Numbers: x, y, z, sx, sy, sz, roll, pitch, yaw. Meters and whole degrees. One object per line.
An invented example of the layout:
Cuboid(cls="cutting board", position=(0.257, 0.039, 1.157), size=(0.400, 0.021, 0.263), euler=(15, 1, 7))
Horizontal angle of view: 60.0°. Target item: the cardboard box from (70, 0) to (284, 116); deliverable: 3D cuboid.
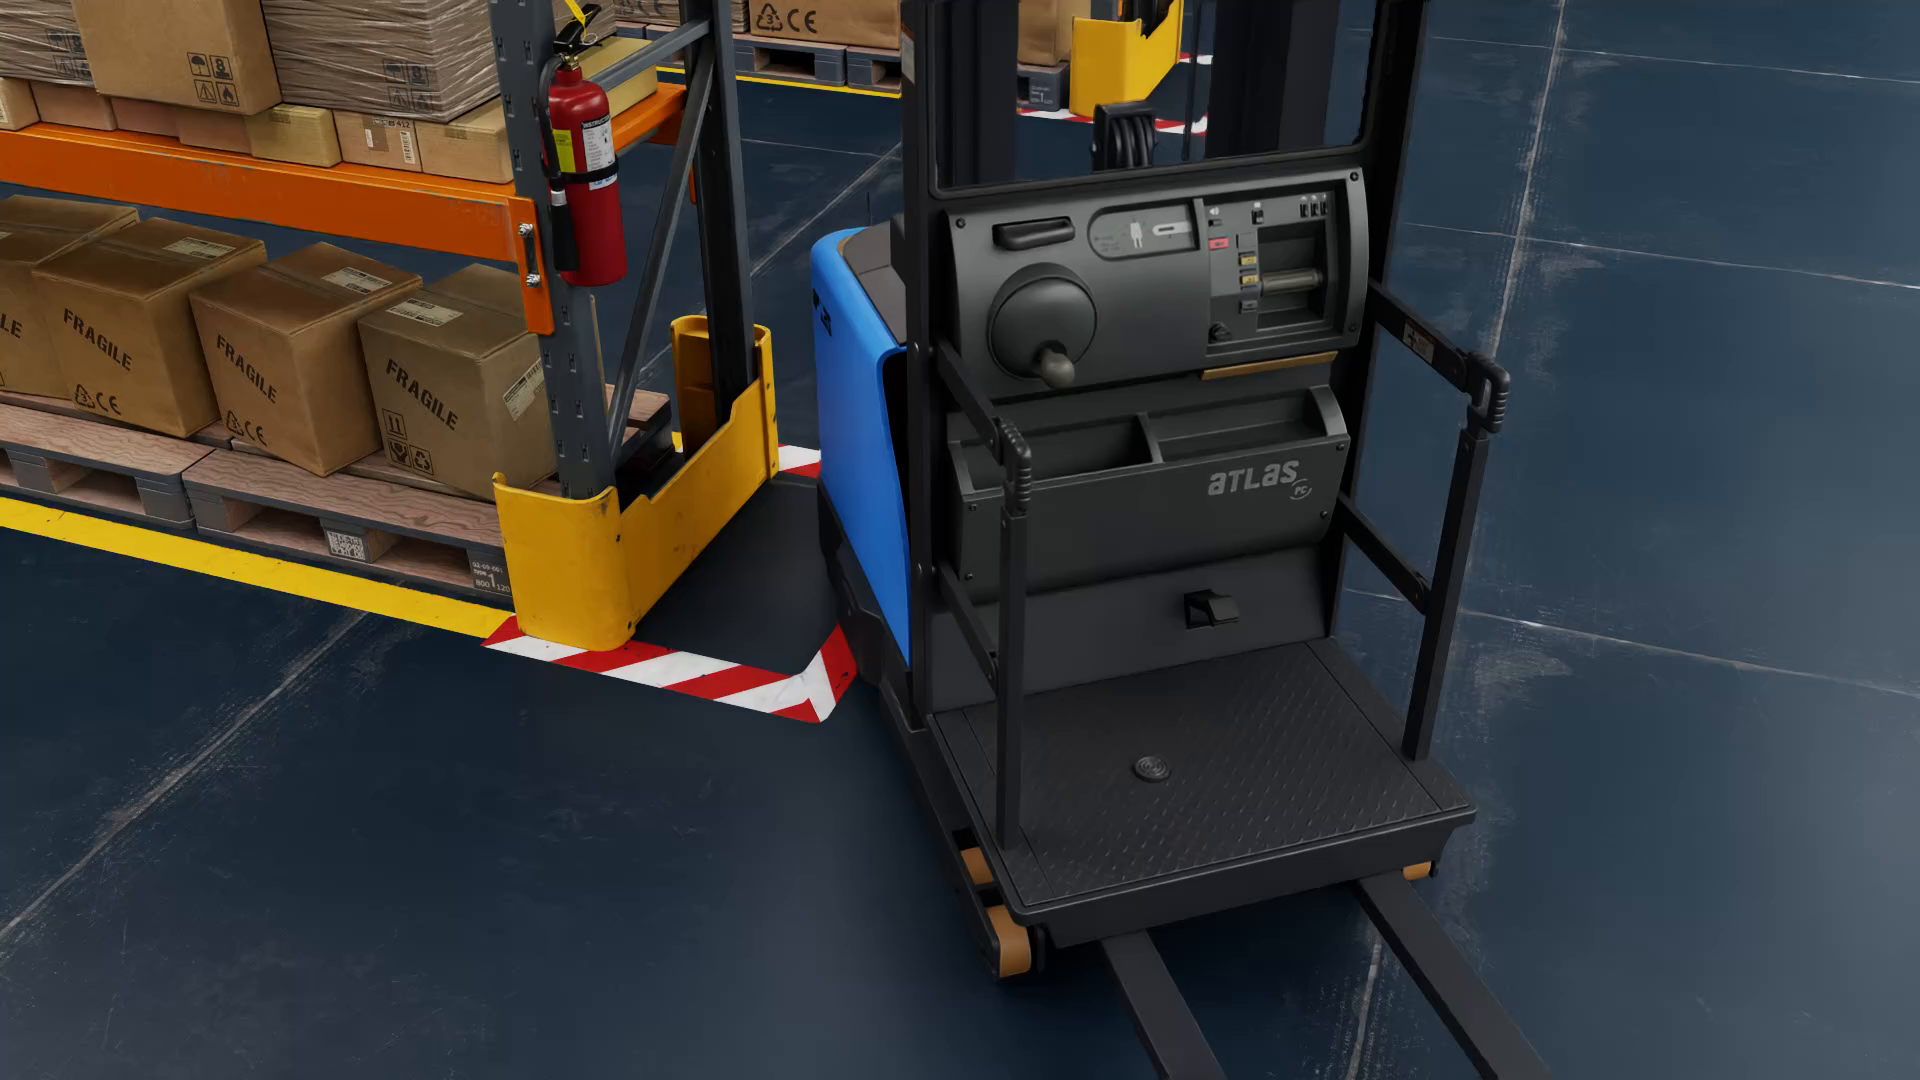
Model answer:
Cuboid(cls="cardboard box", position=(-1.900, -1.558, 4.532), size=(0.500, 0.500, 0.875), euler=(11, 34, 16))

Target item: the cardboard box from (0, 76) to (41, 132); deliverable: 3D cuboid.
Cuboid(cls="cardboard box", position=(-2.666, -1.308, 4.743), size=(0.250, 0.149, 0.380), euler=(11, 34, 16))

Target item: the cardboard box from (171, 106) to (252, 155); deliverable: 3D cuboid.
Cuboid(cls="cardboard box", position=(-1.936, -1.207, 4.585), size=(0.250, 0.149, 0.380), euler=(11, 34, 16))

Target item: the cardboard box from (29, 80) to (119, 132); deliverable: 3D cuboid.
Cuboid(cls="cardboard box", position=(-2.400, -1.308, 4.742), size=(0.250, 0.149, 0.380), euler=(11, 34, 16))

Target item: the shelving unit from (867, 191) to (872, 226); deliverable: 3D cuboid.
Cuboid(cls="shelving unit", position=(-0.142, -0.542, 5.121), size=(0.252, 1.050, 0.215), euler=(-3, 33, -4))

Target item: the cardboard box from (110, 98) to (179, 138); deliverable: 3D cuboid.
Cuboid(cls="cardboard box", position=(-2.157, -1.274, 4.689), size=(0.250, 0.149, 0.380), euler=(11, 34, 16))

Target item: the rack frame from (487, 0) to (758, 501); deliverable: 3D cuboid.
Cuboid(cls="rack frame", position=(-0.880, -1.246, 4.415), size=(0.127, 3.000, 1.000), euler=(11, 34, 16))

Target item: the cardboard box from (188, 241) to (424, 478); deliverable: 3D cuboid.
Cuboid(cls="cardboard box", position=(-2.037, -0.587, 5.312), size=(0.500, 0.500, 0.500), euler=(21, 38, 29))

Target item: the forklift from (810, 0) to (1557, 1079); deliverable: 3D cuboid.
Cuboid(cls="forklift", position=(0.494, -0.496, 3.315), size=(1.130, 2.935, 3.031), euler=(-10, 34, -14))

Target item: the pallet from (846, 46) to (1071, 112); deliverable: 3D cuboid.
Cuboid(cls="pallet", position=(0.109, -2.695, 9.230), size=(1.213, 0.211, 1.003), euler=(11, 34, 16))

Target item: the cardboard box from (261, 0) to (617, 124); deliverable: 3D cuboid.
Cuboid(cls="cardboard box", position=(-1.389, -1.528, 4.485), size=(0.500, 0.500, 0.875), euler=(11, 34, 16))

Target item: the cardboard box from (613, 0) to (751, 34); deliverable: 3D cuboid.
Cuboid(cls="cardboard box", position=(-1.459, -3.462, 9.419), size=(0.875, 0.875, 0.875), euler=(11, 35, 17))

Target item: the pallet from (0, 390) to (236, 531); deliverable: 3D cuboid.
Cuboid(cls="pallet", position=(-2.849, -0.480, 5.798), size=(1.213, 0.211, 1.003), euler=(11, 34, 16))

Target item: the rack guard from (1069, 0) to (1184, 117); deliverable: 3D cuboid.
Cuboid(cls="rack guard", position=(0.911, -2.706, 8.980), size=(0.348, 0.500, 1.175), euler=(11, 34, 16))

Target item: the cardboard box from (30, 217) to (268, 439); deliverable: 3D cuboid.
Cuboid(cls="cardboard box", position=(-2.620, -0.712, 5.504), size=(0.500, 0.500, 0.500), euler=(14, 35, 21))

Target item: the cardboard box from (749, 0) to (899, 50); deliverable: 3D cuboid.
Cuboid(cls="cardboard box", position=(-0.601, -3.295, 9.159), size=(0.875, 0.875, 0.875), euler=(10, 34, 16))

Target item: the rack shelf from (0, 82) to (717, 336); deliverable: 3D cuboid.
Cuboid(cls="rack shelf", position=(-2.763, -1.310, 5.177), size=(4.000, 0.370, 1.077), euler=(11, 34, 16))

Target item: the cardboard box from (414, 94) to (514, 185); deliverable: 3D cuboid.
Cuboid(cls="cardboard box", position=(-1.218, -1.088, 4.401), size=(0.250, 0.149, 0.380), euler=(11, 34, 16))

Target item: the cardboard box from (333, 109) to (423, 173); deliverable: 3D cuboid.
Cuboid(cls="cardboard box", position=(-1.453, -1.134, 4.472), size=(0.250, 0.149, 0.380), euler=(11, 34, 16))

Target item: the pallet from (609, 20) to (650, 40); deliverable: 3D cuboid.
Cuboid(cls="pallet", position=(-2.188, -3.142, 9.922), size=(1.213, 0.211, 1.003), euler=(11, 34, 16))

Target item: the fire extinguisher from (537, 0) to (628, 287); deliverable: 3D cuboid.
Cuboid(cls="fire extinguisher", position=(-0.928, -0.958, 4.039), size=(0.183, 0.674, 0.296), euler=(11, 34, 16))

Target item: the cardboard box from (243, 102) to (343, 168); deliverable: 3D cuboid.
Cuboid(cls="cardboard box", position=(-1.706, -1.153, 4.502), size=(0.250, 0.149, 0.380), euler=(11, 34, 16))

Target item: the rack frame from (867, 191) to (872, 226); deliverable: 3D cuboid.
Cuboid(cls="rack frame", position=(-0.263, -0.536, 5.113), size=(0.008, 1.050, 0.200), euler=(-3, 33, -4))

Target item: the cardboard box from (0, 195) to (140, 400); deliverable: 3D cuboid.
Cuboid(cls="cardboard box", position=(-3.130, -0.837, 5.698), size=(0.500, 0.500, 0.500), euler=(8, 34, 12))

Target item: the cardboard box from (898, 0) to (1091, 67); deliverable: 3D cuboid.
Cuboid(cls="cardboard box", position=(0.228, -3.135, 8.911), size=(0.875, 0.875, 0.875), euler=(11, 35, 17))

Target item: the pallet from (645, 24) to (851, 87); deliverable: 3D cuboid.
Cuboid(cls="pallet", position=(-1.035, -2.920, 9.577), size=(1.213, 0.211, 1.003), euler=(11, 34, 16))

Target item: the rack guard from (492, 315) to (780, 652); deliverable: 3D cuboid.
Cuboid(cls="rack guard", position=(-0.952, -0.210, 5.115), size=(0.348, 0.500, 1.175), euler=(11, 34, 16))

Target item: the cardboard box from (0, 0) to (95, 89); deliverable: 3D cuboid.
Cuboid(cls="cardboard box", position=(-2.356, -1.672, 4.708), size=(0.500, 0.500, 0.875), euler=(11, 34, 16))

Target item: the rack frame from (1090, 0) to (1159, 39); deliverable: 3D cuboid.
Cuboid(cls="rack frame", position=(0.888, -3.761, 8.309), size=(0.127, 3.000, 1.000), euler=(11, 34, 16))

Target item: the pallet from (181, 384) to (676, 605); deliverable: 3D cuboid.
Cuboid(cls="pallet", position=(-1.705, -0.256, 5.451), size=(1.213, 0.211, 1.003), euler=(11, 34, 16))

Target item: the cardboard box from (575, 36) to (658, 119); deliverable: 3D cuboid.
Cuboid(cls="cardboard box", position=(-1.068, -1.315, 4.752), size=(0.250, 0.149, 0.380), euler=(11, 34, 16))

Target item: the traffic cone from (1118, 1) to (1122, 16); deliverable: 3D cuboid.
Cuboid(cls="traffic cone", position=(0.867, -3.517, 10.271), size=(0.334, 0.463, 0.336), euler=(11, 34, 16))

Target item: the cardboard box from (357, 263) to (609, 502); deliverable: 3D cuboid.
Cuboid(cls="cardboard box", position=(-1.462, -0.495, 5.169), size=(0.500, 0.500, 0.500), euler=(18, 37, 25))
